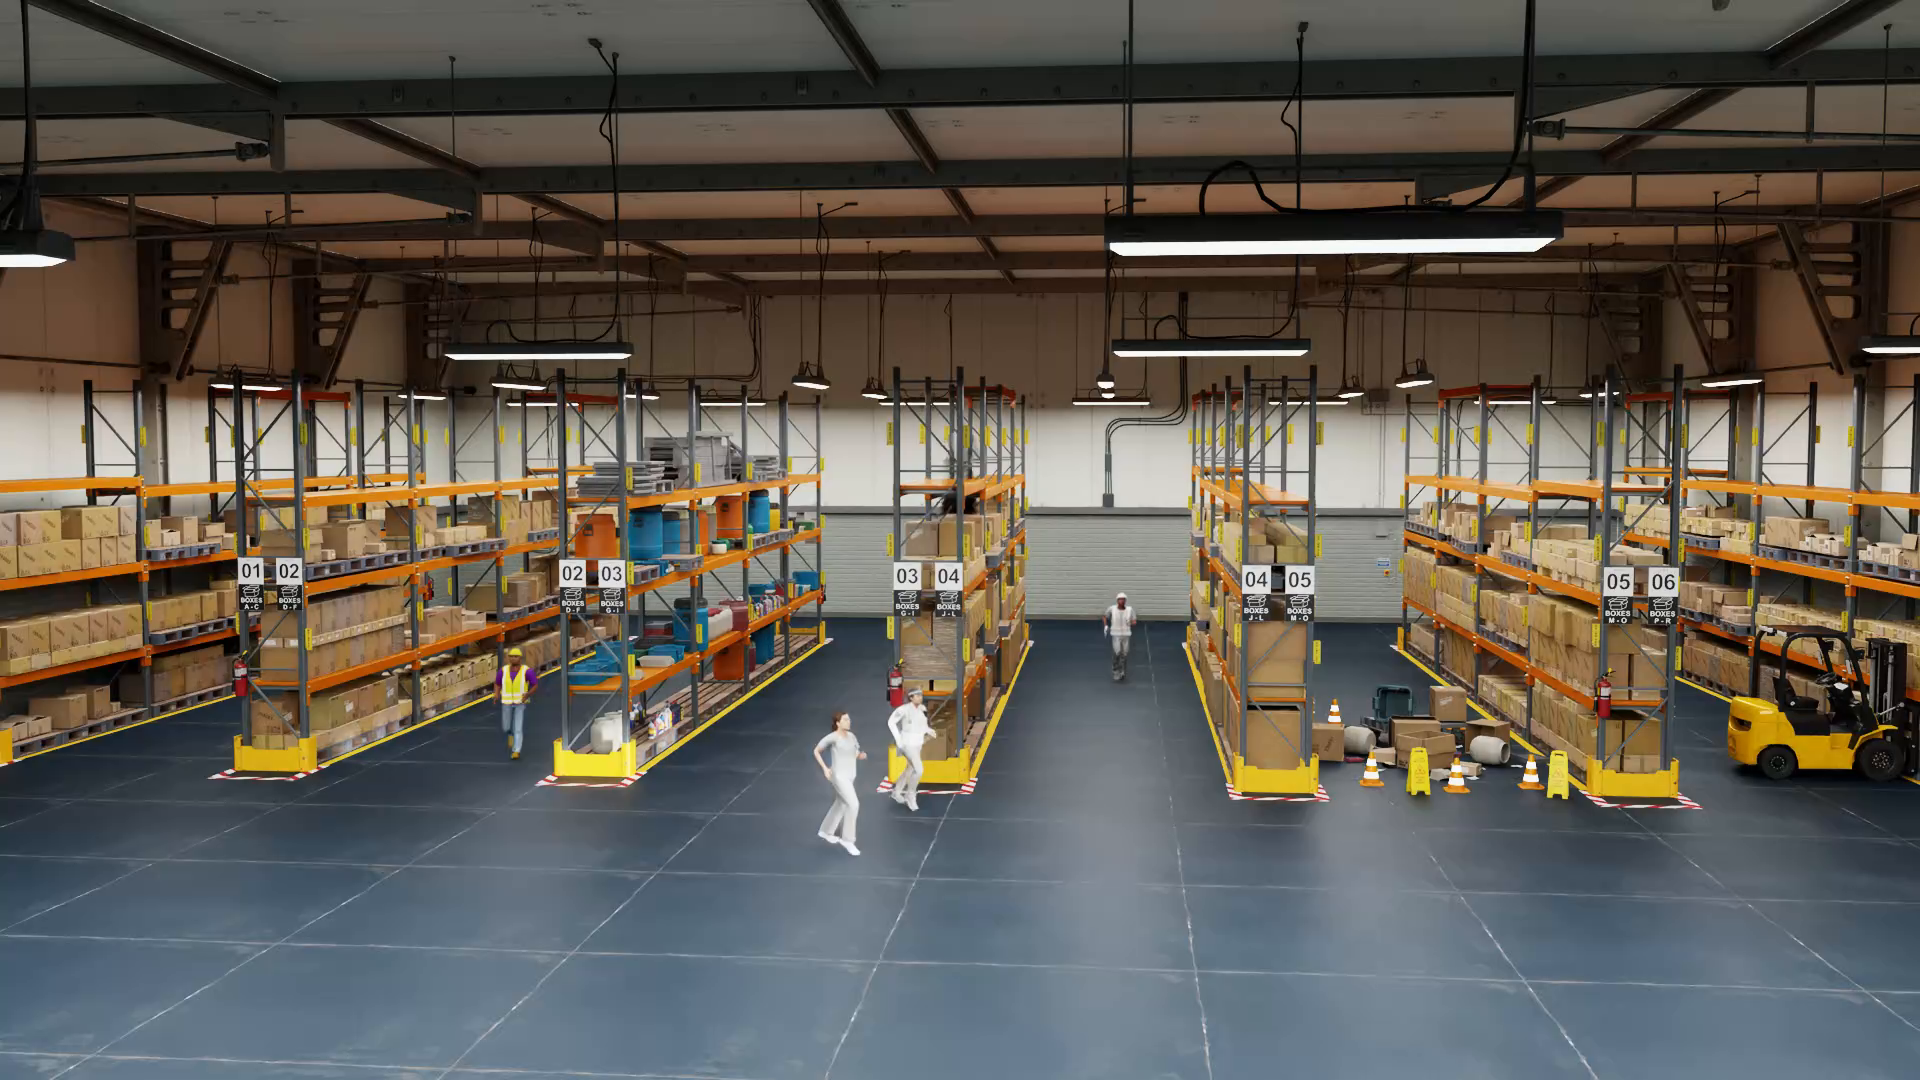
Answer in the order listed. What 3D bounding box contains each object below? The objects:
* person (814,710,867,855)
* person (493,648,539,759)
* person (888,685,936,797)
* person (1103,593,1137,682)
[{"bbox_3d":[-1.436,2.915,20.102,0.754,1.724,0.533,2,4,31],"label":"person"},{"bbox_3d":[-6.913,2.537,25.875,0.701,1.716,0.587,0,4,-3],"label":"person"},{"bbox_3d":[-0.644,2.710,22.398,0.768,1.542,0.535,3,5,40],"label":"person"},{"bbox_3d":[3.300,1.995,34.122,0.656,1.824,0.744,0,4,-6],"label":"person"}]
